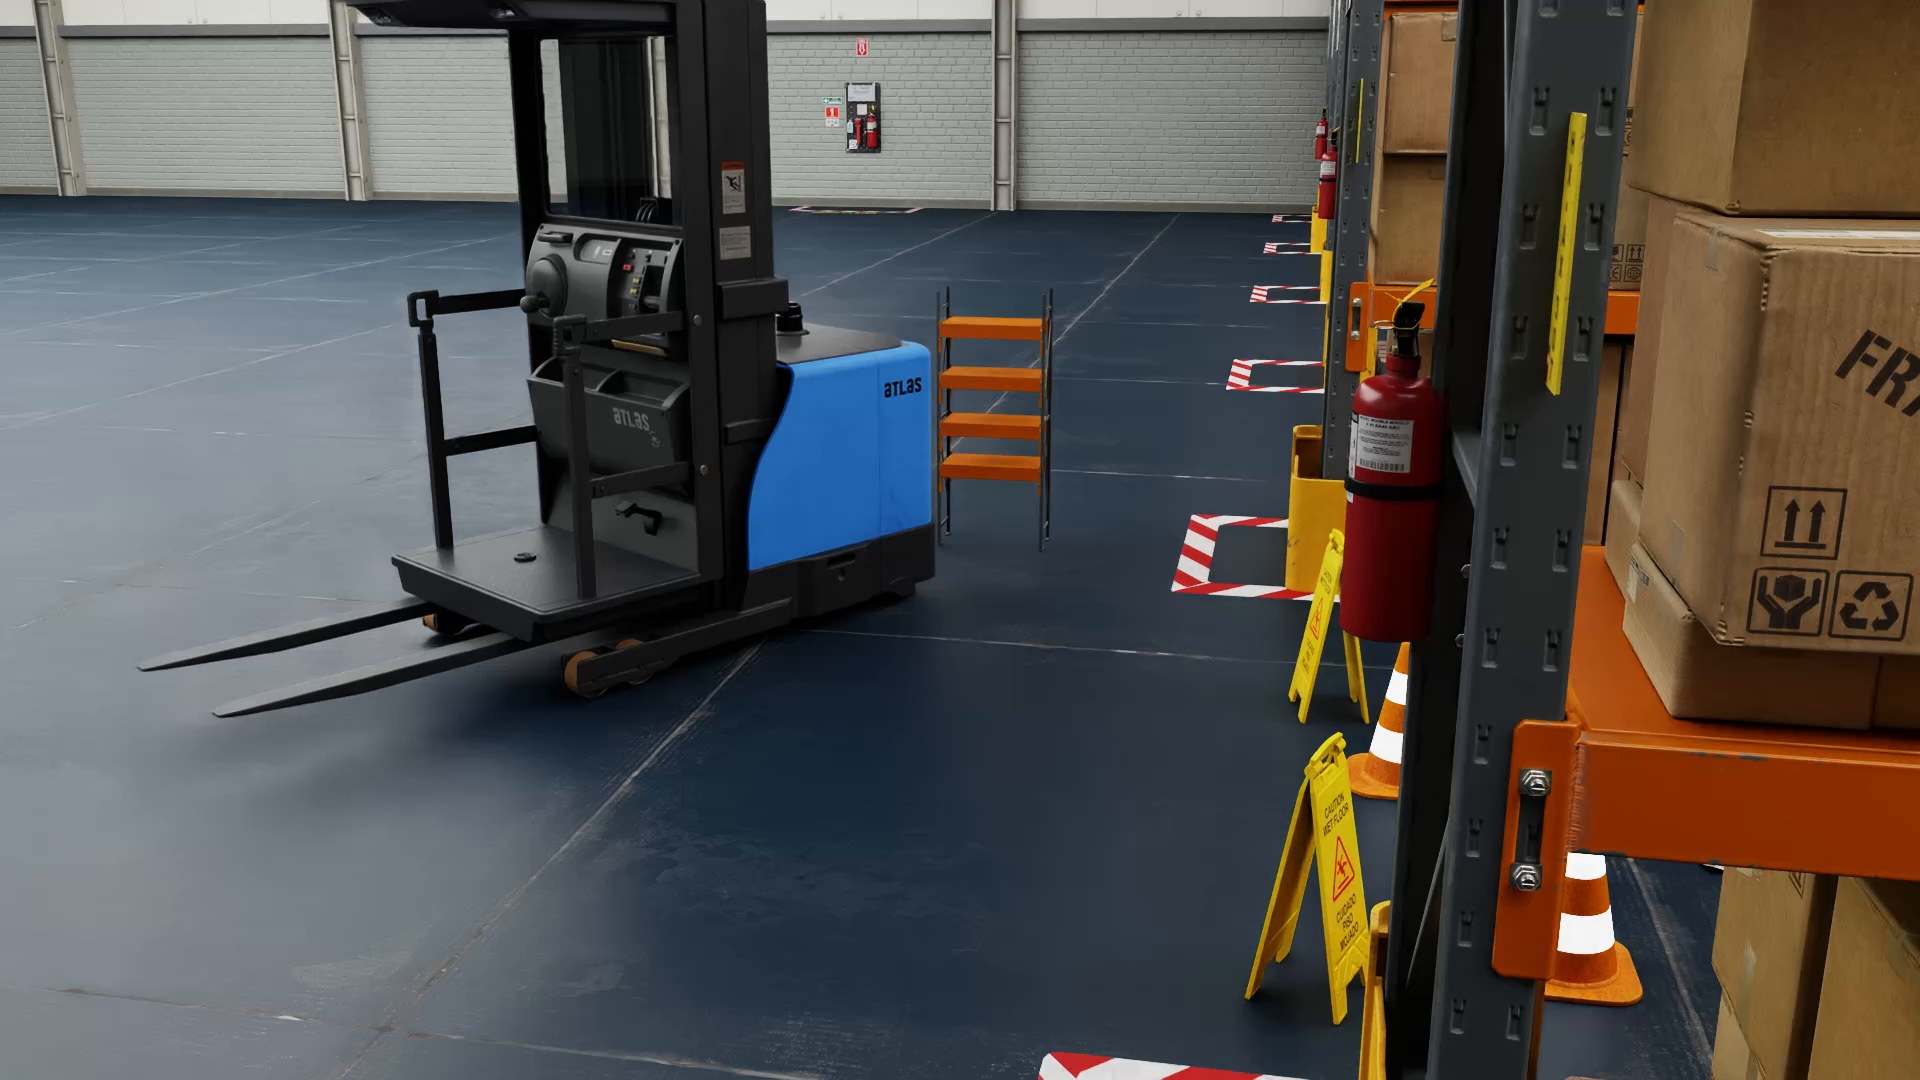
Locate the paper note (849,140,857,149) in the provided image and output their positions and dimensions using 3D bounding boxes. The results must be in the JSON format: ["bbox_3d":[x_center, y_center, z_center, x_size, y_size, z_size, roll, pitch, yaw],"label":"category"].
[{"bbox_3d":[-1.831,-6.797,28.562,0.142,0.148,0.016,3,16,11],"label":"paper note"}]

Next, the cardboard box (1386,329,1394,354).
[{"bbox_3d":[3.411,-1.618,12.108,0.500,0.500,0.500,6,17,21],"label":"cardboard box"}]

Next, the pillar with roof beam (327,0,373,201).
[{"bbox_3d":[-11.875,-9.456,25.273,0.400,9.000,9.100,3,16,11],"label":"pillar with roof beam"}]

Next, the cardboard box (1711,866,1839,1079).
[{"bbox_3d":[1.665,0.671,2.911,0.500,0.500,0.500,3,16,11],"label":"cardboard box"}]

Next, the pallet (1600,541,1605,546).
[{"bbox_3d":[2.514,0.001,7.594,1.213,0.211,1.003,3,16,11],"label":"pallet"}]

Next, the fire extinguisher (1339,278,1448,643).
[{"bbox_3d":[0.807,-0.154,3.075,0.183,0.674,0.296,3,16,11],"label":"fire extinguisher"}]

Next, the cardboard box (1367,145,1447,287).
[{"bbox_3d":[2.088,-1.430,7.253,0.550,0.550,0.875,3,16,11],"label":"cardboard box"}]

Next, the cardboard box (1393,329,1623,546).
[{"bbox_3d":[2.393,-0.525,7.461,0.875,0.875,0.875,3,16,11],"label":"cardboard box"}]

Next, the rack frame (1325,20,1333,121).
[{"bbox_3d":[5.764,-6.545,26.000,0.127,3.000,1.000,3,16,11],"label":"rack frame"}]

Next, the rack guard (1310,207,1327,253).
[{"bbox_3d":[4.757,-4.045,21.659,0.348,0.500,1.175,3,16,11],"label":"rack guard"}]

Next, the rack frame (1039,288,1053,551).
[{"bbox_3d":[0.401,-0.556,7.753,0.015,1.200,0.240,3,16,11],"label":"rack frame"}]

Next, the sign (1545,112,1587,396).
[{"bbox_3d":[0.720,-0.340,1.980,0.005,0.325,0.100,3,16,11],"label":"sign"}]

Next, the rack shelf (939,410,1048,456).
[{"bbox_3d":[0.162,-0.505,7.818,0.480,0.148,0.258,3,16,11],"label":"rack shelf"}]

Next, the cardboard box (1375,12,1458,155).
[{"bbox_3d":[2.071,-1.928,7.030,0.550,0.550,0.875,3,16,11],"label":"cardboard box"}]

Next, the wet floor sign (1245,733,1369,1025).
[{"bbox_3d":[0.855,0.780,3.969,0.232,0.644,0.267,9,18,30],"label":"wet floor sign"}]

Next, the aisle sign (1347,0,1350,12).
[{"bbox_3d":[1.586,-2.543,6.685,0.004,0.787,0.394,3,16,11],"label":"aisle sign"}]

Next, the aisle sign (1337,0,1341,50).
[{"bbox_3d":[3.661,-5.133,16.034,0.004,0.787,0.394,3,16,11],"label":"aisle sign"}]

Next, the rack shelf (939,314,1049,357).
[{"bbox_3d":[0.162,-0.948,7.695,0.480,0.148,0.258,3,16,11],"label":"rack shelf"}]

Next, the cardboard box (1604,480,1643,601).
[{"bbox_3d":[1.237,0.020,2.771,0.250,0.149,0.380,4,16,13],"label":"cardboard box"}]

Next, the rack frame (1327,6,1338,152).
[{"bbox_3d":[4.780,-5.249,21.321,0.127,3.000,1.000,3,16,11],"label":"rack frame"}]

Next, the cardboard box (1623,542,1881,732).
[{"bbox_3d":[1.119,0.128,2.380,0.250,0.149,0.380,3,16,11],"label":"cardboard box"}]

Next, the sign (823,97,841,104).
[{"bbox_3d":[-2.190,-7.521,28.464,0.331,0.109,0.001,3,16,11],"label":"sign"}]

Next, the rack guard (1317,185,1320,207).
[{"bbox_3d":[5.838,-5.336,26.319,0.348,0.500,1.175,3,16,11],"label":"rack guard"}]

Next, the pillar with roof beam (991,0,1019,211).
[{"bbox_3d":[-0.116,-8.818,22.968,0.400,9.000,9.100,3,16,11],"label":"pillar with roof beam"}]

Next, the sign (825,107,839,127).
[{"bbox_3d":[-2.193,-7.268,28.544,0.234,0.329,0.001,3,16,11],"label":"sign"}]

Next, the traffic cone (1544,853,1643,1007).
[{"bbox_3d":[1.506,0.843,4.082,0.334,0.463,0.336,3,16,11],"label":"traffic cone"}]

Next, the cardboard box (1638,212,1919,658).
[{"bbox_3d":[1.237,-0.159,2.202,0.500,0.500,0.500,3,16,10],"label":"cardboard box"}]

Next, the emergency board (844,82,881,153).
[{"bbox_3d":[-1.672,-7.194,28.345,0.643,1.169,0.194,3,16,11],"label":"emergency board"}]

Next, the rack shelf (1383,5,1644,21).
[{"bbox_3d":[5.749,-4.946,15.955,4.000,0.370,1.077,3,16,11],"label":"rack shelf"}]

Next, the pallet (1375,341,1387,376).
[{"bbox_3d":[3.666,-1.257,12.135,1.213,0.211,1.003,3,16,11],"label":"pallet"}]

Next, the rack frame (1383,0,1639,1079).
[{"bbox_3d":[0.827,-0.064,2.604,0.053,2.616,0.949,3,16,11],"label":"rack frame"}]

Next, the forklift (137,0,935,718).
[{"bbox_3d":[-1.492,-1.000,6.113,1.130,2.935,3.031,14,21,42],"label":"forklift"}]

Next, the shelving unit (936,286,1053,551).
[{"bbox_3d":[0.162,-0.569,7.800,0.503,1.200,0.258,3,16,11],"label":"shelving unit"}]

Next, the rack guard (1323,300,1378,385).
[{"bbox_3d":[2.877,-1.449,12.285,0.348,0.500,1.175,3,16,11],"label":"rack guard"}]

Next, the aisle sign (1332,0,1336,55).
[{"bbox_3d":[4.655,-6.425,20.697,0.004,0.787,0.394,3,16,11],"label":"aisle sign"}]

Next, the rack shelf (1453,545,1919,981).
[{"bbox_3d":[2.788,0.388,2.319,4.000,0.370,1.077,3,16,11],"label":"rack shelf"}]
